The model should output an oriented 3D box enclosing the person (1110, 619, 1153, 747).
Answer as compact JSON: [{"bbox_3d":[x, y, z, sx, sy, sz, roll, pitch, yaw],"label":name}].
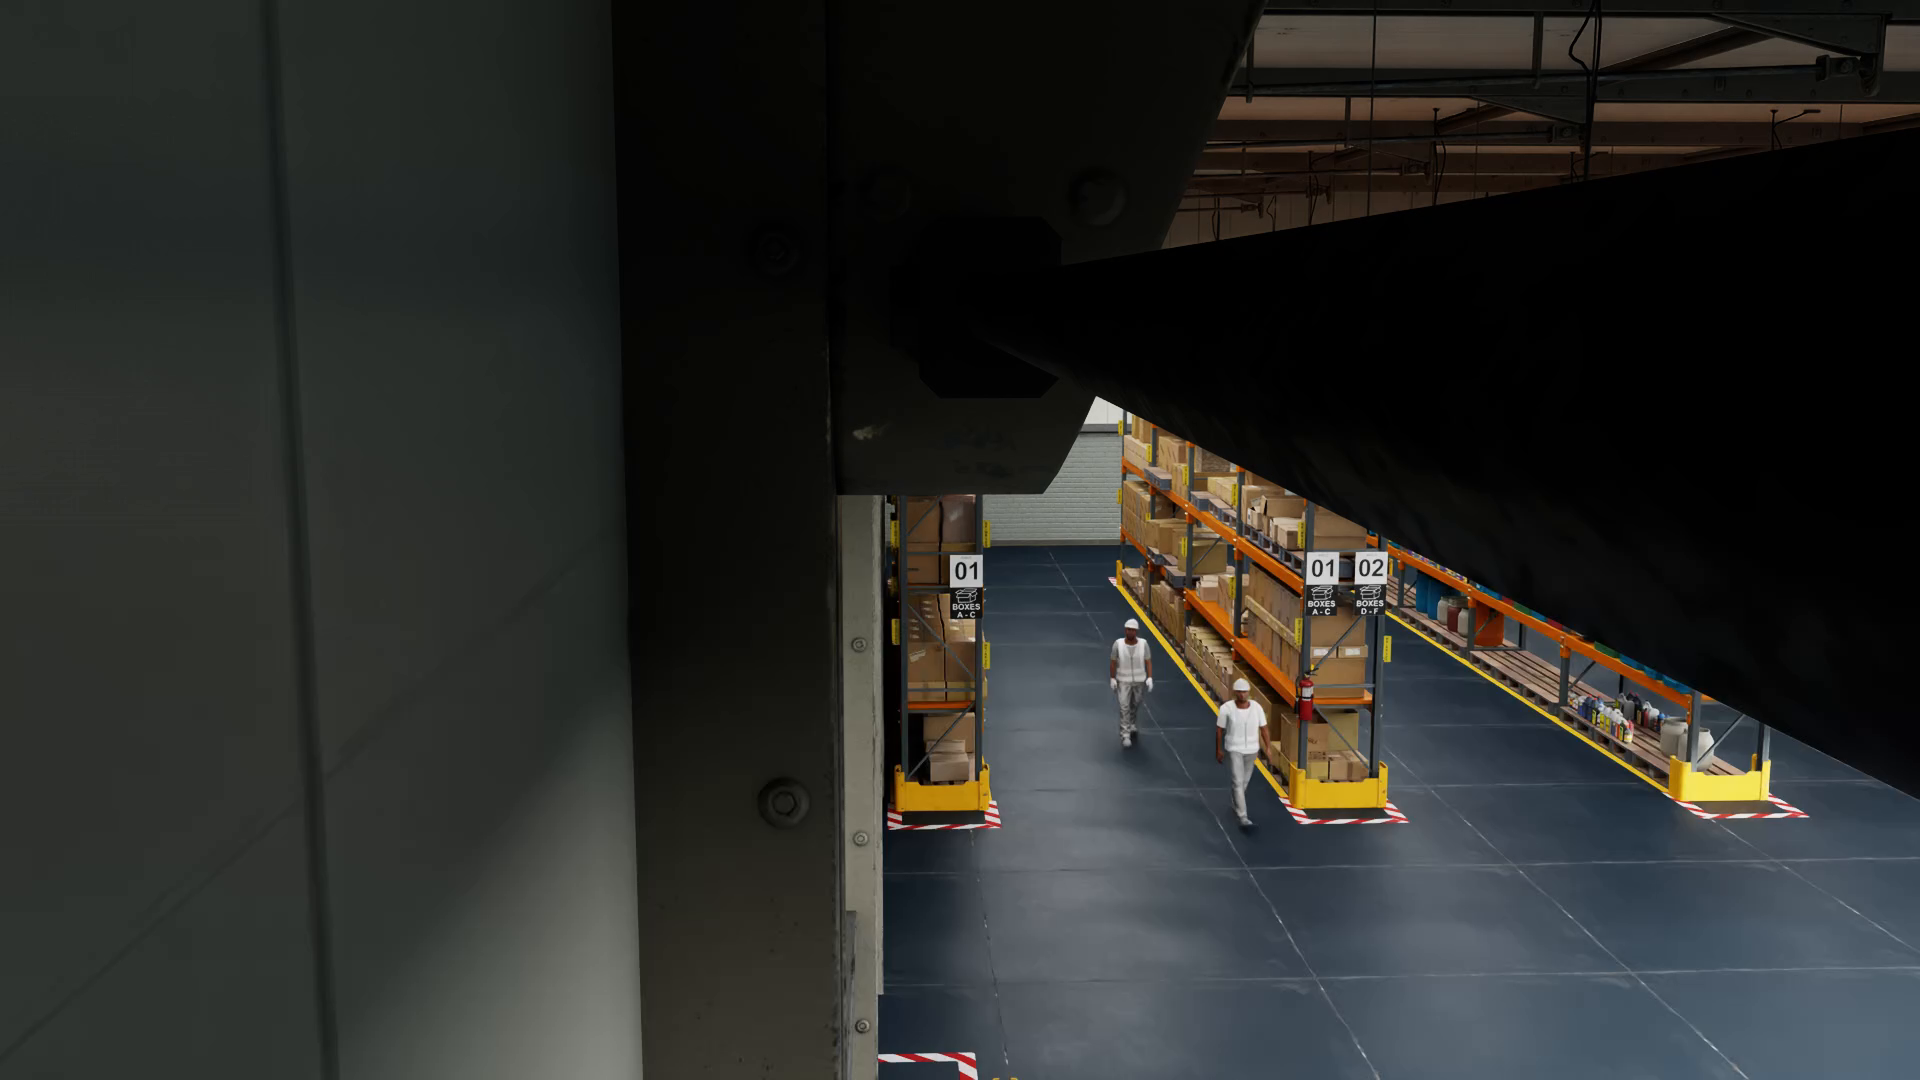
[{"bbox_3d":[2.445,1.986,23.574,0.560,1.710,1.087,-1,8,-7],"label":"person"}]

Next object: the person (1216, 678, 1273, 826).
[{"bbox_3d":[3.427,2.536,19.979,0.606,1.737,0.923,-2,9,-11],"label":"person"}]
